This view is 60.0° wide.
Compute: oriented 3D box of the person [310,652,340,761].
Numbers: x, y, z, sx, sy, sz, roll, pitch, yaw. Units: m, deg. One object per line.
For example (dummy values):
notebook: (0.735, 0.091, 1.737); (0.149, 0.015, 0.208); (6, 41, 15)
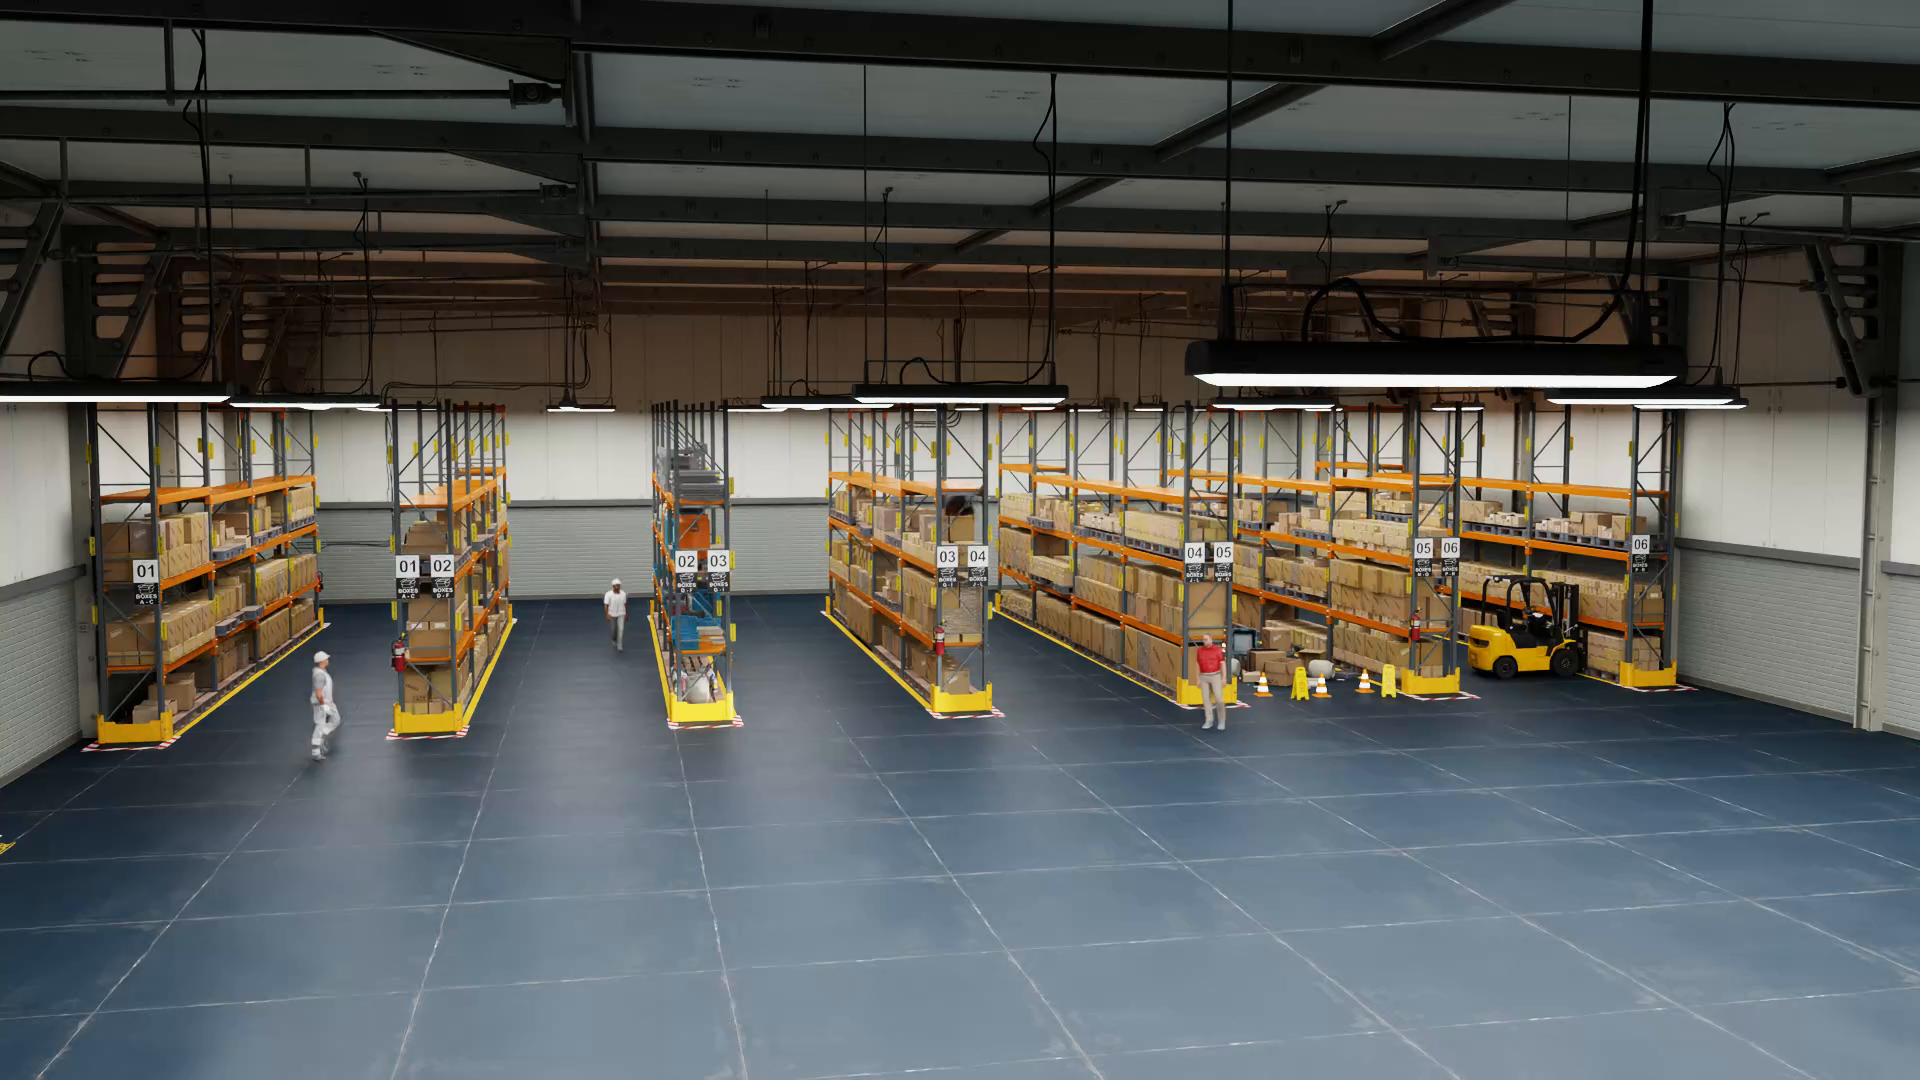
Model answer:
person: (-10.623, 2.741, 27.724); (0.514, 1.790, 0.677); (0, 4, -2)

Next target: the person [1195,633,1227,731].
person: (4.580, 2.584, 30.409); (0.625, 1.776, 0.386); (2, 5, 27)

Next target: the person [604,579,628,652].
person: (-8.355, 1.825, 40.379); (0.557, 1.730, 1.022); (-1, 4, -7)
